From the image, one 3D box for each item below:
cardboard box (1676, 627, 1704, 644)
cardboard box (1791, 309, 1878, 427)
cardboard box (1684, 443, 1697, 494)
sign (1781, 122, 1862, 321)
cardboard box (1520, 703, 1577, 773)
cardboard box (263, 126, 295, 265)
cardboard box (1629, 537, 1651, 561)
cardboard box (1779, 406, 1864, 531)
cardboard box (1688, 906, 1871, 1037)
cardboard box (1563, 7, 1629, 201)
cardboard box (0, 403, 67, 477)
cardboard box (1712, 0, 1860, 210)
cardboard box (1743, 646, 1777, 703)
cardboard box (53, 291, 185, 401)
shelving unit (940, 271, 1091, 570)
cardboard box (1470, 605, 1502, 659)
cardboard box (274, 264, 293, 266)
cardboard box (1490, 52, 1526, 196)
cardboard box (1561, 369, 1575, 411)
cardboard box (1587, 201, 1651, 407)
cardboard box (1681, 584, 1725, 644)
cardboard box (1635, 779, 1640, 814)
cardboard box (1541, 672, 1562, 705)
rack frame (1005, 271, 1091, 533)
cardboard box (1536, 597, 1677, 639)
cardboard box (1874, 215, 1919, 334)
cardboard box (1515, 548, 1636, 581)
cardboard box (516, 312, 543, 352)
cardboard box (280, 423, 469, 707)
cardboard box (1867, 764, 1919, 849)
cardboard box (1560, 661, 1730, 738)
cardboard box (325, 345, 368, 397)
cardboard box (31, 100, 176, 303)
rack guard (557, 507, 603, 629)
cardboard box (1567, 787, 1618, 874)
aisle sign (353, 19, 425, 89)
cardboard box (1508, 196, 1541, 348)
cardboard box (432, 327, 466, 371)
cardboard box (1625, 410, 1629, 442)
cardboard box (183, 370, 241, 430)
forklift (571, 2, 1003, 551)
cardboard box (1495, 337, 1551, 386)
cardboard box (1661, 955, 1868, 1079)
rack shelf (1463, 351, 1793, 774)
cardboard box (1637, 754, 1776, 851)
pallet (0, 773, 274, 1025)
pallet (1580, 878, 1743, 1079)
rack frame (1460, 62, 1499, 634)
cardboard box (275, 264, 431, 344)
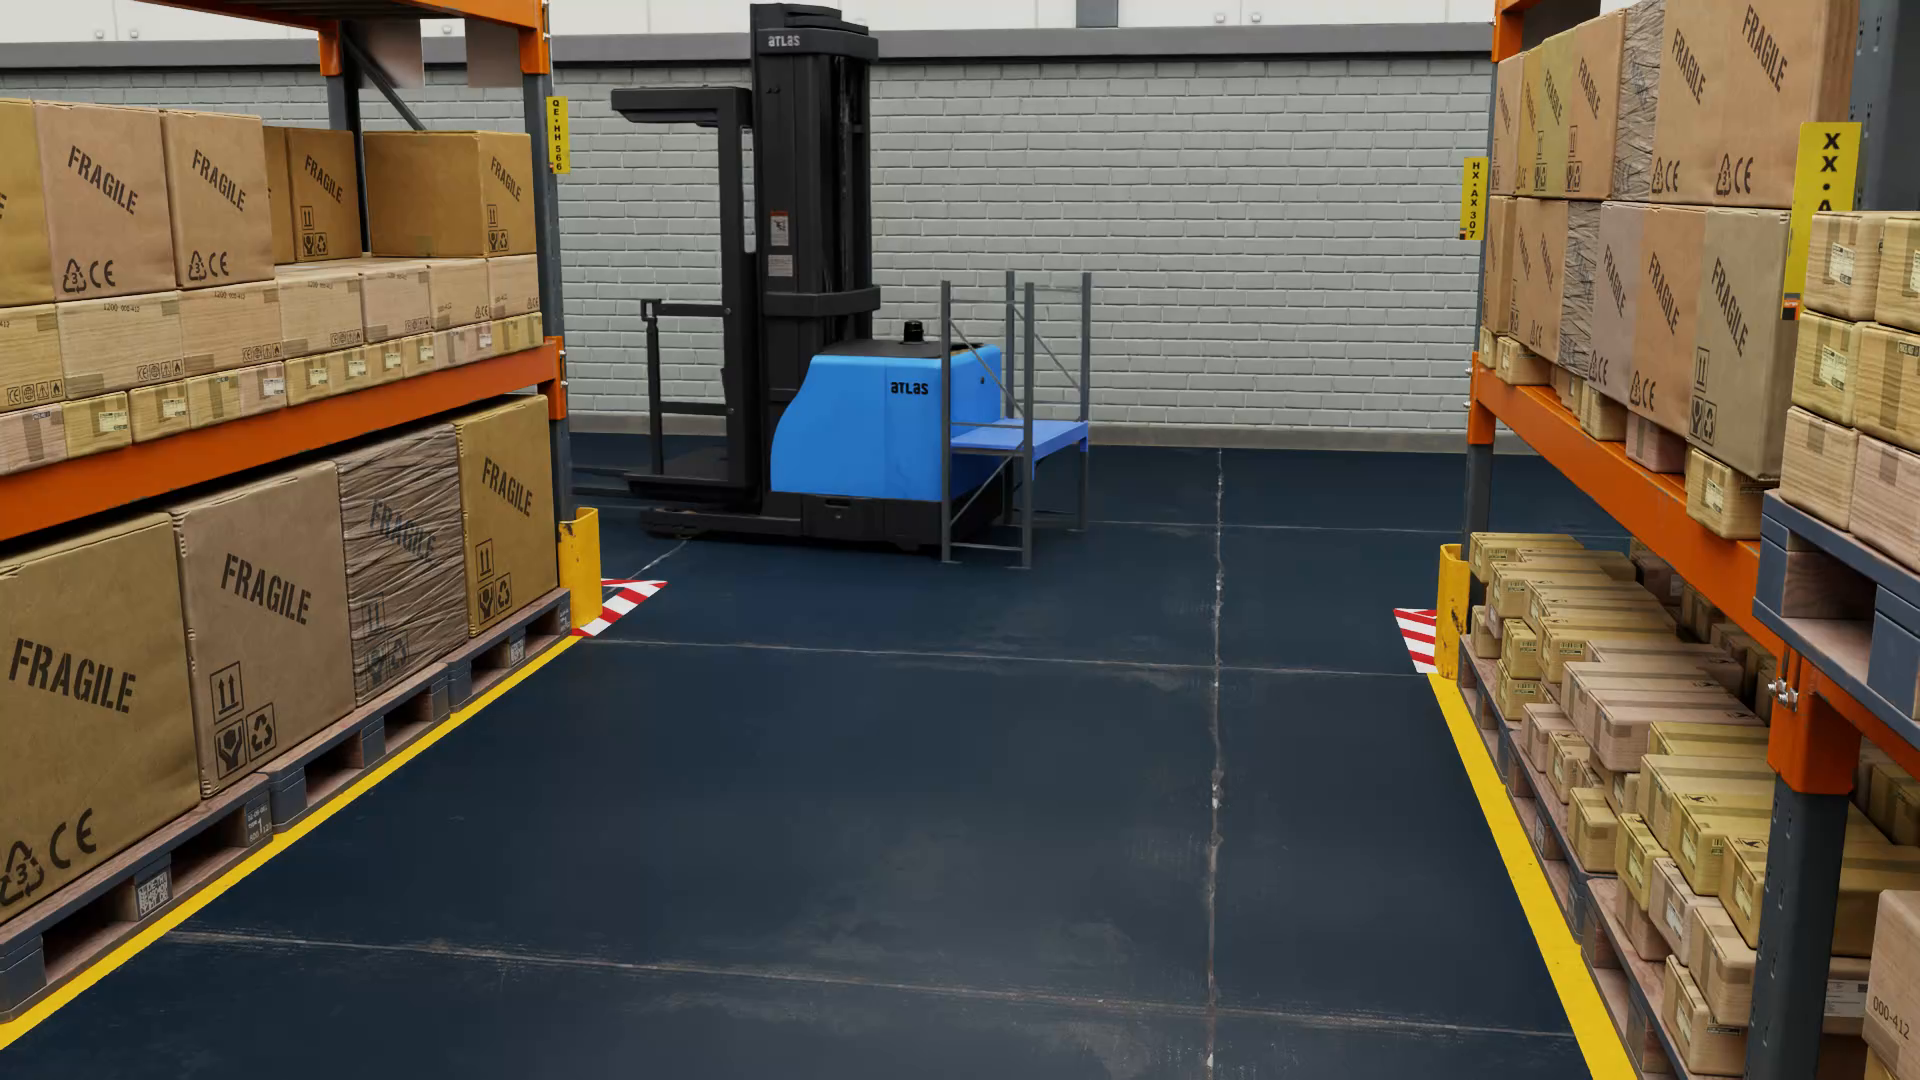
[{"bbox_3d":[2.575,0.399,5.587,0.380,0.149,0.250,2,12,8],"label":"cardboard box"},{"bbox_3d":[1.465,-0.252,2.437,0.380,0.149,0.250,2,12,10],"label":"cardboard box"},{"bbox_3d":[1.825,-0.146,3.649,0.380,0.149,0.250,2,12,11],"label":"cardboard box"},{"bbox_3d":[1.442,-0.530,2.780,0.100,0.325,0.005,2,12,9],"label":"sign"},{"bbox_3d":[1.990,0.627,5.234,0.380,0.149,0.250,1,12,6],"label":"cardboard box"},{"bbox_3d":[-2.782,-1.241,6.002,0.500,0.500,0.500,2,12,7],"label":"cardboard box"},{"bbox_3d":[2.764,0.092,6.305,0.380,0.149,0.250,2,12,9],"label":"cardboard box"},{"bbox_3d":[1.465,-0.107,2.468,0.380,0.149,0.250,1,12,6],"label":"cardboard box"},{"bbox_3d":[1.714,0.876,3.374,0.380,0.149,0.250,2,12,10],"label":"cardboard box"},{"bbox_3d":[2.015,-1.203,4.640,0.500,0.500,0.500,1,12,7],"label":"cardboard box"},{"bbox_3d":[-2.491,-0.256,4.156,0.380,0.149,0.250,1,12,7],"label":"cardboard box"},{"bbox_3d":[1.785,-0.881,3.145,0.500,0.500,0.500,1,12,7],"label":"cardboard box"},{"bbox_3d":[2.503,0.417,4.798,0.380,0.149,0.250,2,12,9],"label":"cardboard box"},{"bbox_3d":[-2.493,-0.538,4.519,0.500,0.250,0.500,2,12,8],"label":"cardboard box"},{"bbox_3d":[0.322,-0.695,9.159,0.538,1.500,1.048,5,13,20],"label":"shelving unit"},{"bbox_3d":[2.198,0.363,6.459,0.380,0.149,0.250,2,12,10],"label":"cardboard box"},{"bbox_3d":[-2.785,-0.874,6.078,0.500,0.250,0.500,1,12,7],"label":"cardboard box"},{"bbox_3d":[2.264,-1.522,6.120,0.500,0.500,0.500,2,12,8],"label":"cardboard box"},{"bbox_3d":[2.092,-0.471,5.156,0.380,0.149,0.250,2,12,8],"label":"cardboard box"},{"bbox_3d":[1.934,-0.607,4.247,0.500,0.500,0.500,2,12,8],"label":"cardboard box"},{"bbox_3d":[2.652,0.252,5.561,0.380,0.149,0.250,1,12,6],"label":"cardboard box"},{"bbox_3d":[1.903,0.714,4.126,0.380,0.149,0.250,2,12,9],"label":"cardboard box"},{"bbox_3d":[2.119,0.437,5.410,0.380,0.149,0.250,1,12,6],"label":"cardboard box"},{"bbox_3d":[0.503,-0.795,9.624,0.500,1.500,0.032,5,13,20],"label":"rack frame"},{"bbox_3d":[2.081,0.293,5.372,0.380,0.149,0.250,2,12,11],"label":"cardboard box"},{"bbox_3d":[1.428,-0.339,2.135,0.380,0.149,0.250,2,12,10],"label":"cardboard box"},{"bbox_3d":[2.255,0.133,6.115,0.380,0.149,0.250,2,12,10],"label":"cardboard box"},{"bbox_3d":[-2.020,-0.898,7.137,0.380,0.149,0.250,2,12,10],"label":"cardboard box"},{"bbox_3d":[-2.450,0.053,6.175,0.875,0.875,0.875,2,12,9],"label":"cardboard box"},{"bbox_3d":[2.329,0.632,3.801,0.380,0.149,0.250,2,12,8],"label":"cardboard box"},{"bbox_3d":[1.905,0.450,4.644,0.380,0.149,0.250,1,12,7],"label":"cardboard box"},{"bbox_3d":[-2.255,-0.580,5.661,0.380,0.149,0.250,2,12,10],"label":"cardboard box"},{"bbox_3d":[-2.496,-0.905,4.445,0.500,0.500,0.500,2,12,9],"label":"cardboard box"},{"bbox_3d":[-2.287,0.111,7.791,1.175,0.500,0.348,2,12,9],"label":"rack guard"},{"bbox_3d":[1.863,0.789,4.483,0.380,0.149,0.250,2,12,9],"label":"cardboard box"},{"bbox_3d":[-2.576,-2.401,7.345,0.394,0.787,0.004,2,12,9],"label":"aisle sign"},{"bbox_3d":[2.196,-0.922,5.706,0.500,0.500,0.500,2,12,9],"label":"cardboard box"},{"bbox_3d":[-2.137,-0.740,6.401,0.380,0.149,0.250,2,12,10],"label":"cardboard box"},{"bbox_3d":[1.993,-0.308,4.399,0.380,0.149,0.250,2,12,8],"label":"cardboard box"},{"bbox_3d":[-2.373,-0.419,4.912,0.380,0.149,0.250,2,12,8],"label":"cardboard box"},{"bbox_3d":[-1.319,-1.535,9.661,3.031,2.935,1.130,4,13,18],"label":"forklift"},{"bbox_3d":[2.129,-0.636,5.920,0.380,0.149,0.250,2,12,7],"label":"cardboard box"},{"bbox_3d":[1.703,1.004,3.483,0.380,0.149,0.250,2,12,9],"label":"cardboard box"},{"bbox_3d":[2.287,-0.156,4.805,1.077,0.370,4.000,2,12,9],"label":"rack shelf"},{"bbox_3d":[1.809,0.617,3.868,0.380,0.149,0.250,2,12,8],"label":"cardboard box"},{"bbox_3d":[-2.711,0.934,4.657,1.003,0.211,1.213,2,12,9],"label":"pallet"},{"bbox_3d":[2.048,1.131,3.745,1.003,0.211,1.213,2,12,9],"label":"pallet"},{"bbox_3d":[2.595,-0.924,6.661,1.000,3.000,0.127,2,12,9],"label":"rack frame"},{"bbox_3d":[-2.259,-0.857,5.999,0.500,0.250,0.500,1,12,7],"label":"cardboard box"}]
